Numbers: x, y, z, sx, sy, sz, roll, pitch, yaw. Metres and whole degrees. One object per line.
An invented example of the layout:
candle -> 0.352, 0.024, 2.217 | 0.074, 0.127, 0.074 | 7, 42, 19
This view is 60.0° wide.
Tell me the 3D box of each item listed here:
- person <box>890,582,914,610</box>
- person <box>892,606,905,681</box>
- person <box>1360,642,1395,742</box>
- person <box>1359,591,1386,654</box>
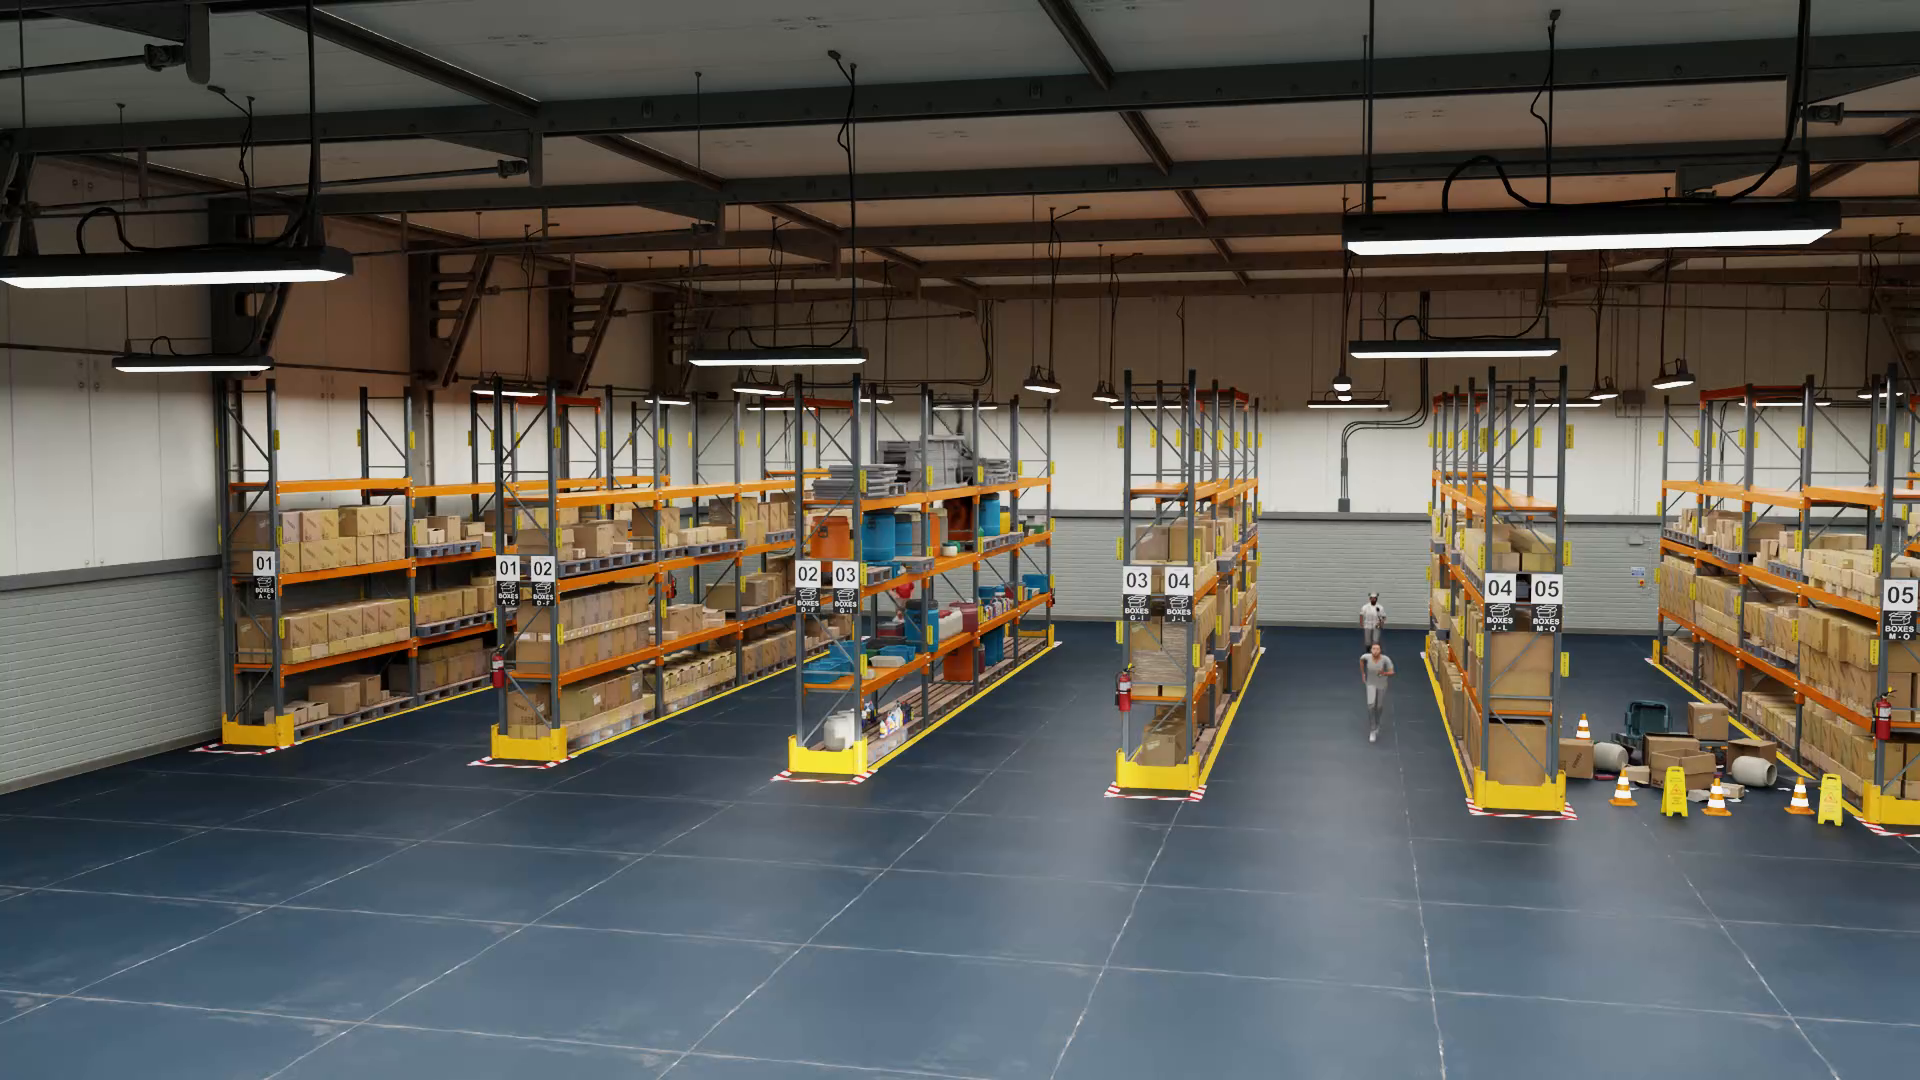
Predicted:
person -> -1.461, 1.613, 42.513 | 0.646, 1.696, 0.628 | -1, 3, -9
person -> -1.217, 2.150, 34.782 | 0.525, 1.562, 0.680 | 1, 4, 12
person -> 7.002, 2.511, 27.946 | 0.563, 1.668, 0.860 | 1, 4, 12
person -> 9.142, 1.963, 36.867 | 0.584, 1.651, 0.561 | 1, 4, 15
